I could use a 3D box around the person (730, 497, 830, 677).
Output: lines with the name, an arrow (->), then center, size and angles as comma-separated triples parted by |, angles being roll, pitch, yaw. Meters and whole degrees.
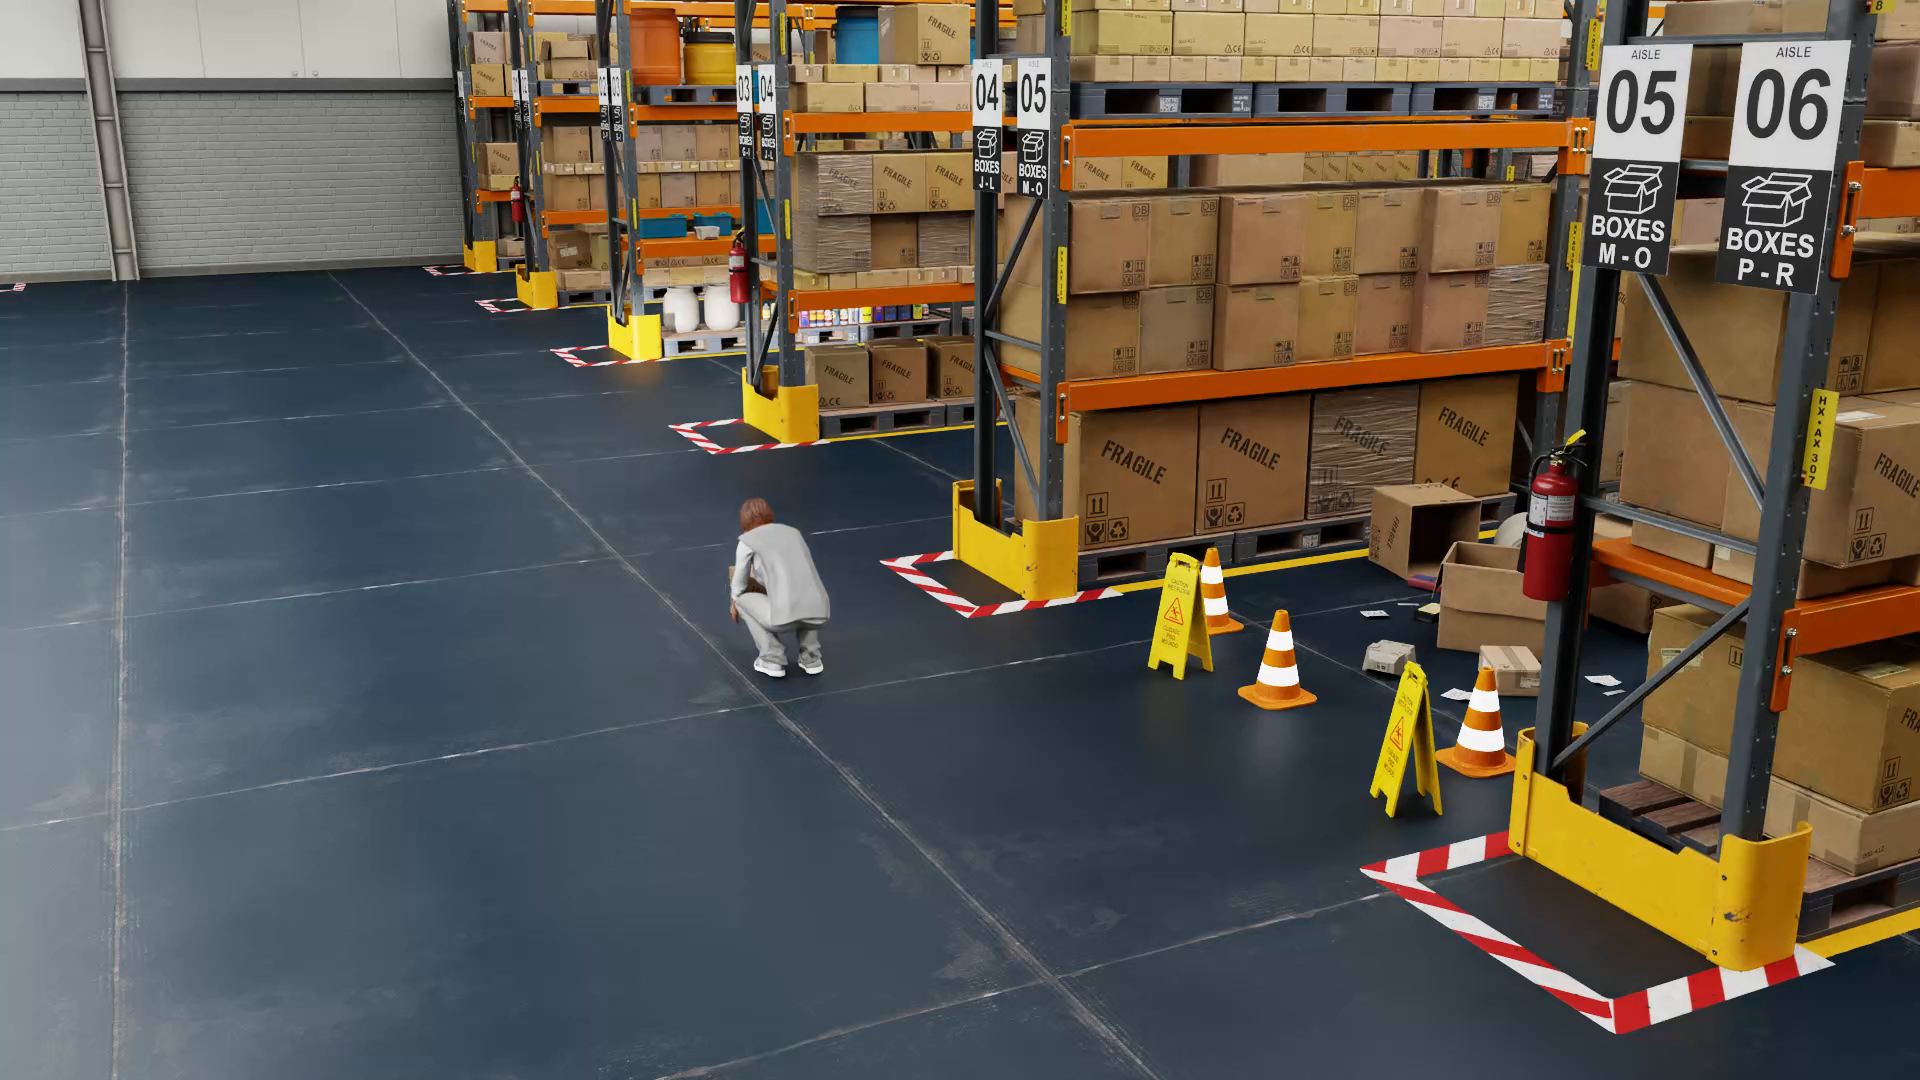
person -> -0.975, 0.257, 8.967 | 0.435, 0.885, 0.813 | -8, 17, -25
